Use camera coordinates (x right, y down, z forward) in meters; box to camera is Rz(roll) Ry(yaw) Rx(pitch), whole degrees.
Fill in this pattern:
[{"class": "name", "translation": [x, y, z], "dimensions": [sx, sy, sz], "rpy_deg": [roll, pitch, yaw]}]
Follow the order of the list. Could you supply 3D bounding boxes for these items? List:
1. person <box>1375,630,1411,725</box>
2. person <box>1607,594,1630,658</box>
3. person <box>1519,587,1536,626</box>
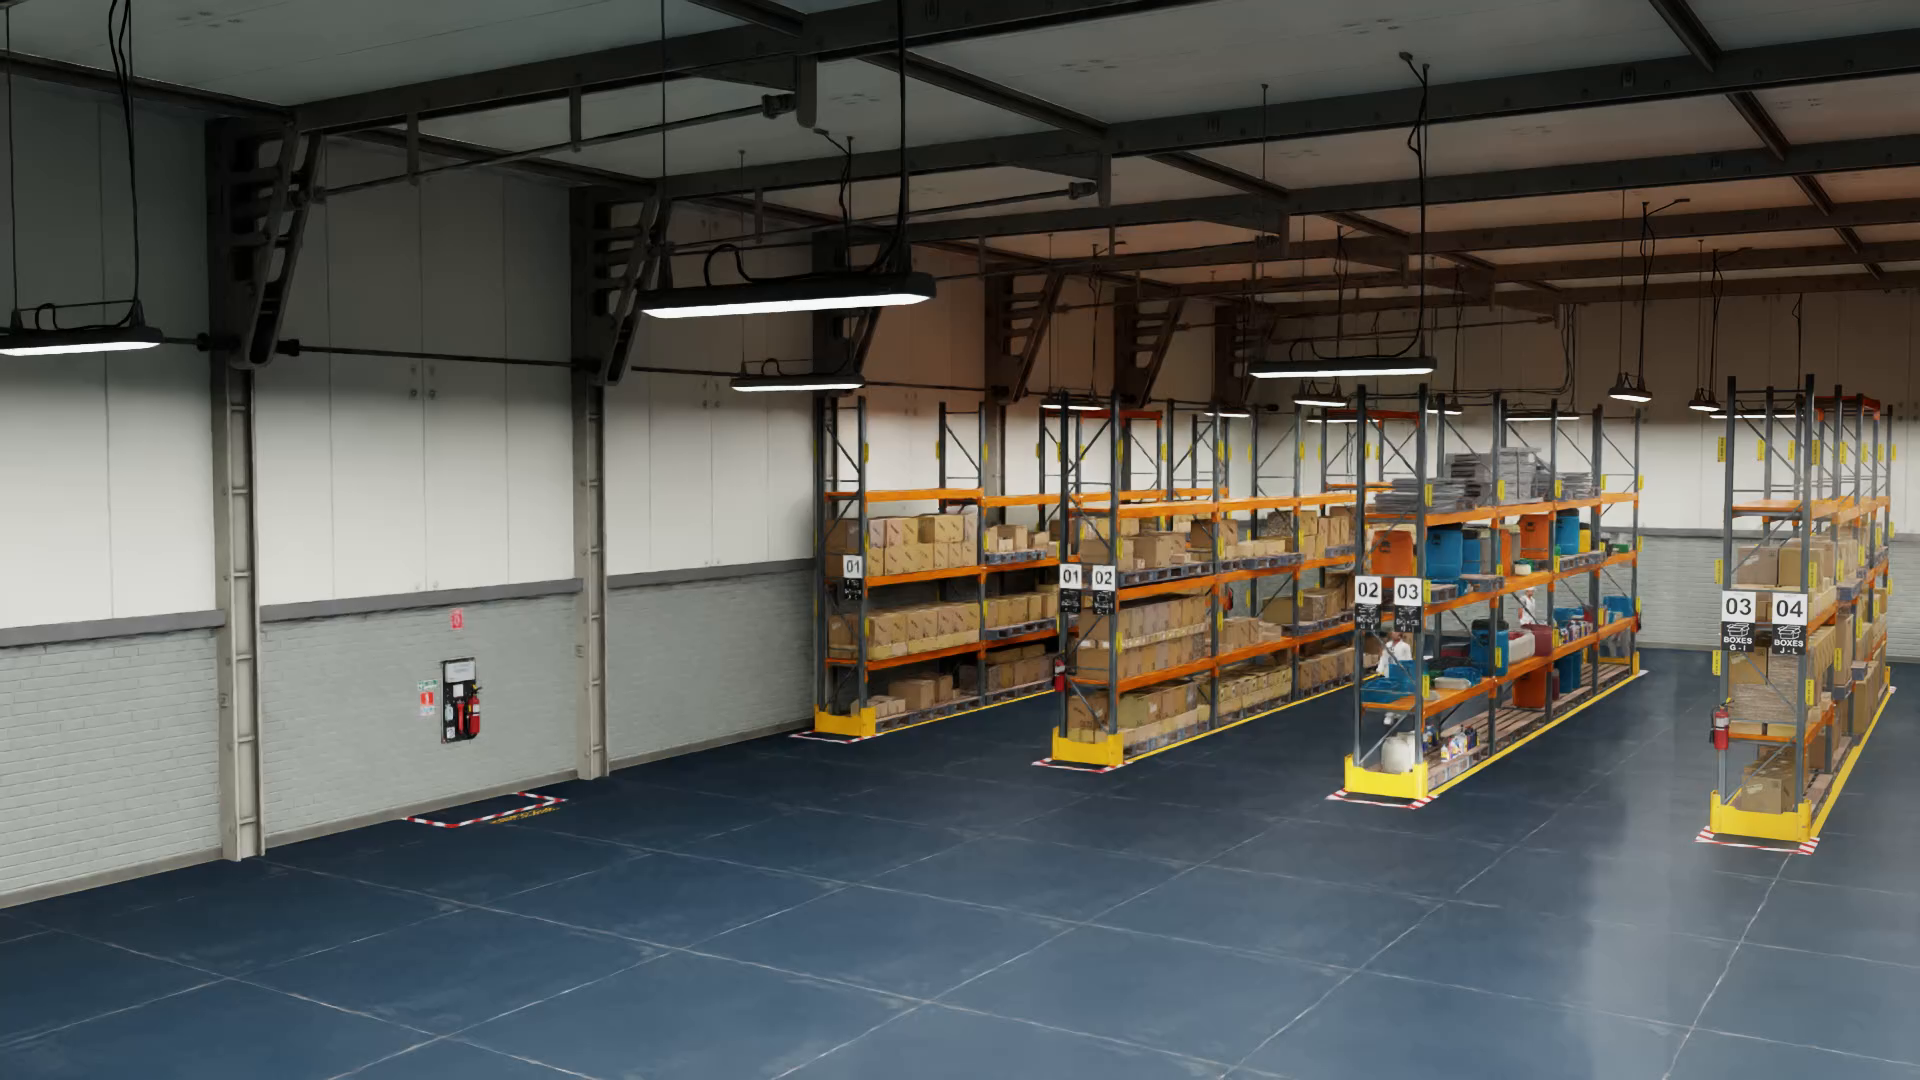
[{"class": "person", "translation": [8.010, 2.598, 30.803], "dimensions": [1.048, 1.519, 0.674], "rpy_deg": [-3, 4, -41]}, {"class": "person", "translation": [15.491, 2.131, 39.014], "dimensions": [0.528, 1.752, 0.505], "rpy_deg": [0, 3, 1]}, {"class": "person", "translation": [13.793, 1.974, 40.605], "dimensions": [0.604, 1.782, 0.687], "rpy_deg": [-2, 4, -36]}]
